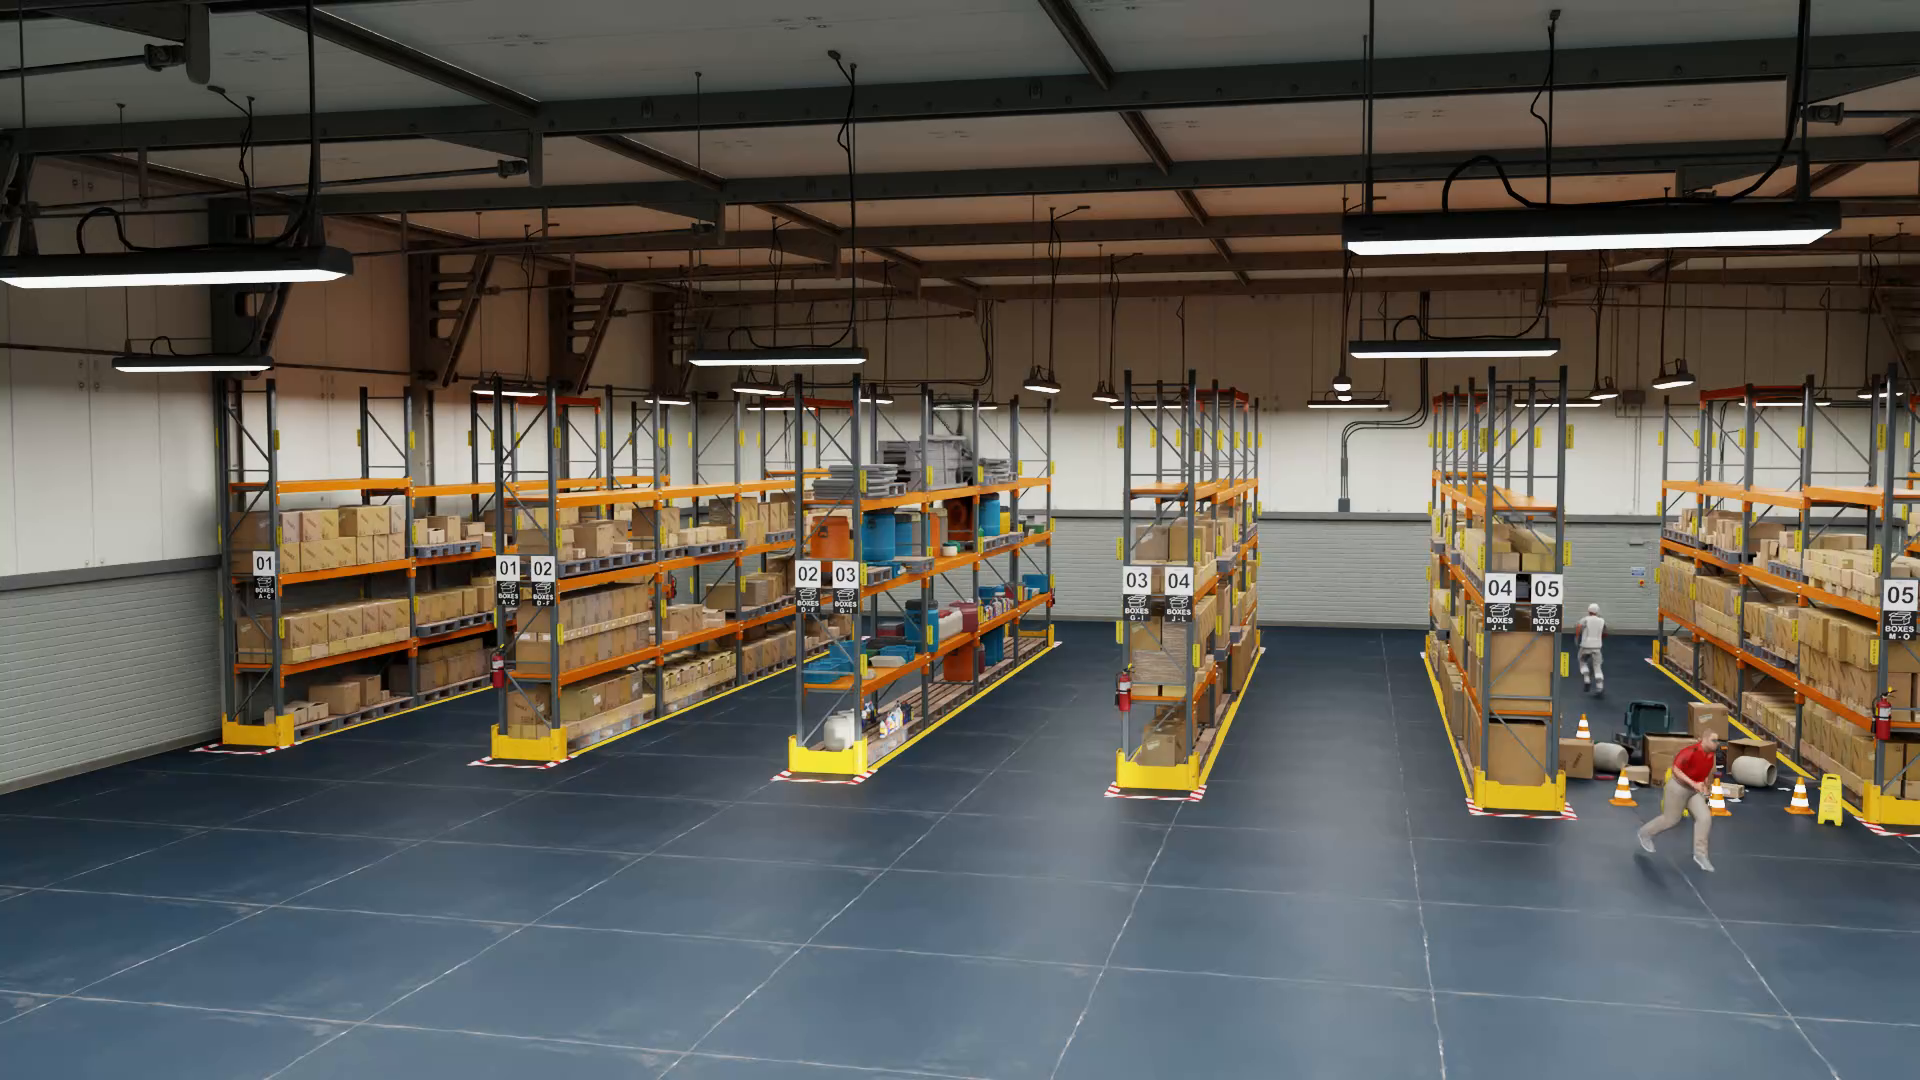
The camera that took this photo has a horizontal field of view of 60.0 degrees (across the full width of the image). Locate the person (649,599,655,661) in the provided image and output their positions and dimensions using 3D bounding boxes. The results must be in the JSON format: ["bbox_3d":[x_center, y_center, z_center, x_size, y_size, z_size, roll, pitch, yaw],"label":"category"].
[{"bbox_3d":[-6.727,2.055,36.058,0.514,1.565,0.551,0,3,4],"label":"person"}]

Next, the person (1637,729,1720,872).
[{"bbox_3d":[8.524,3.023,19.718,0.703,1.694,1.019,-2,4,-35],"label":"person"}]

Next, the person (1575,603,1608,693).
[{"bbox_3d":[12.431,2.138,32.773,0.671,1.783,0.884,1,3,10],"label":"person"}]
